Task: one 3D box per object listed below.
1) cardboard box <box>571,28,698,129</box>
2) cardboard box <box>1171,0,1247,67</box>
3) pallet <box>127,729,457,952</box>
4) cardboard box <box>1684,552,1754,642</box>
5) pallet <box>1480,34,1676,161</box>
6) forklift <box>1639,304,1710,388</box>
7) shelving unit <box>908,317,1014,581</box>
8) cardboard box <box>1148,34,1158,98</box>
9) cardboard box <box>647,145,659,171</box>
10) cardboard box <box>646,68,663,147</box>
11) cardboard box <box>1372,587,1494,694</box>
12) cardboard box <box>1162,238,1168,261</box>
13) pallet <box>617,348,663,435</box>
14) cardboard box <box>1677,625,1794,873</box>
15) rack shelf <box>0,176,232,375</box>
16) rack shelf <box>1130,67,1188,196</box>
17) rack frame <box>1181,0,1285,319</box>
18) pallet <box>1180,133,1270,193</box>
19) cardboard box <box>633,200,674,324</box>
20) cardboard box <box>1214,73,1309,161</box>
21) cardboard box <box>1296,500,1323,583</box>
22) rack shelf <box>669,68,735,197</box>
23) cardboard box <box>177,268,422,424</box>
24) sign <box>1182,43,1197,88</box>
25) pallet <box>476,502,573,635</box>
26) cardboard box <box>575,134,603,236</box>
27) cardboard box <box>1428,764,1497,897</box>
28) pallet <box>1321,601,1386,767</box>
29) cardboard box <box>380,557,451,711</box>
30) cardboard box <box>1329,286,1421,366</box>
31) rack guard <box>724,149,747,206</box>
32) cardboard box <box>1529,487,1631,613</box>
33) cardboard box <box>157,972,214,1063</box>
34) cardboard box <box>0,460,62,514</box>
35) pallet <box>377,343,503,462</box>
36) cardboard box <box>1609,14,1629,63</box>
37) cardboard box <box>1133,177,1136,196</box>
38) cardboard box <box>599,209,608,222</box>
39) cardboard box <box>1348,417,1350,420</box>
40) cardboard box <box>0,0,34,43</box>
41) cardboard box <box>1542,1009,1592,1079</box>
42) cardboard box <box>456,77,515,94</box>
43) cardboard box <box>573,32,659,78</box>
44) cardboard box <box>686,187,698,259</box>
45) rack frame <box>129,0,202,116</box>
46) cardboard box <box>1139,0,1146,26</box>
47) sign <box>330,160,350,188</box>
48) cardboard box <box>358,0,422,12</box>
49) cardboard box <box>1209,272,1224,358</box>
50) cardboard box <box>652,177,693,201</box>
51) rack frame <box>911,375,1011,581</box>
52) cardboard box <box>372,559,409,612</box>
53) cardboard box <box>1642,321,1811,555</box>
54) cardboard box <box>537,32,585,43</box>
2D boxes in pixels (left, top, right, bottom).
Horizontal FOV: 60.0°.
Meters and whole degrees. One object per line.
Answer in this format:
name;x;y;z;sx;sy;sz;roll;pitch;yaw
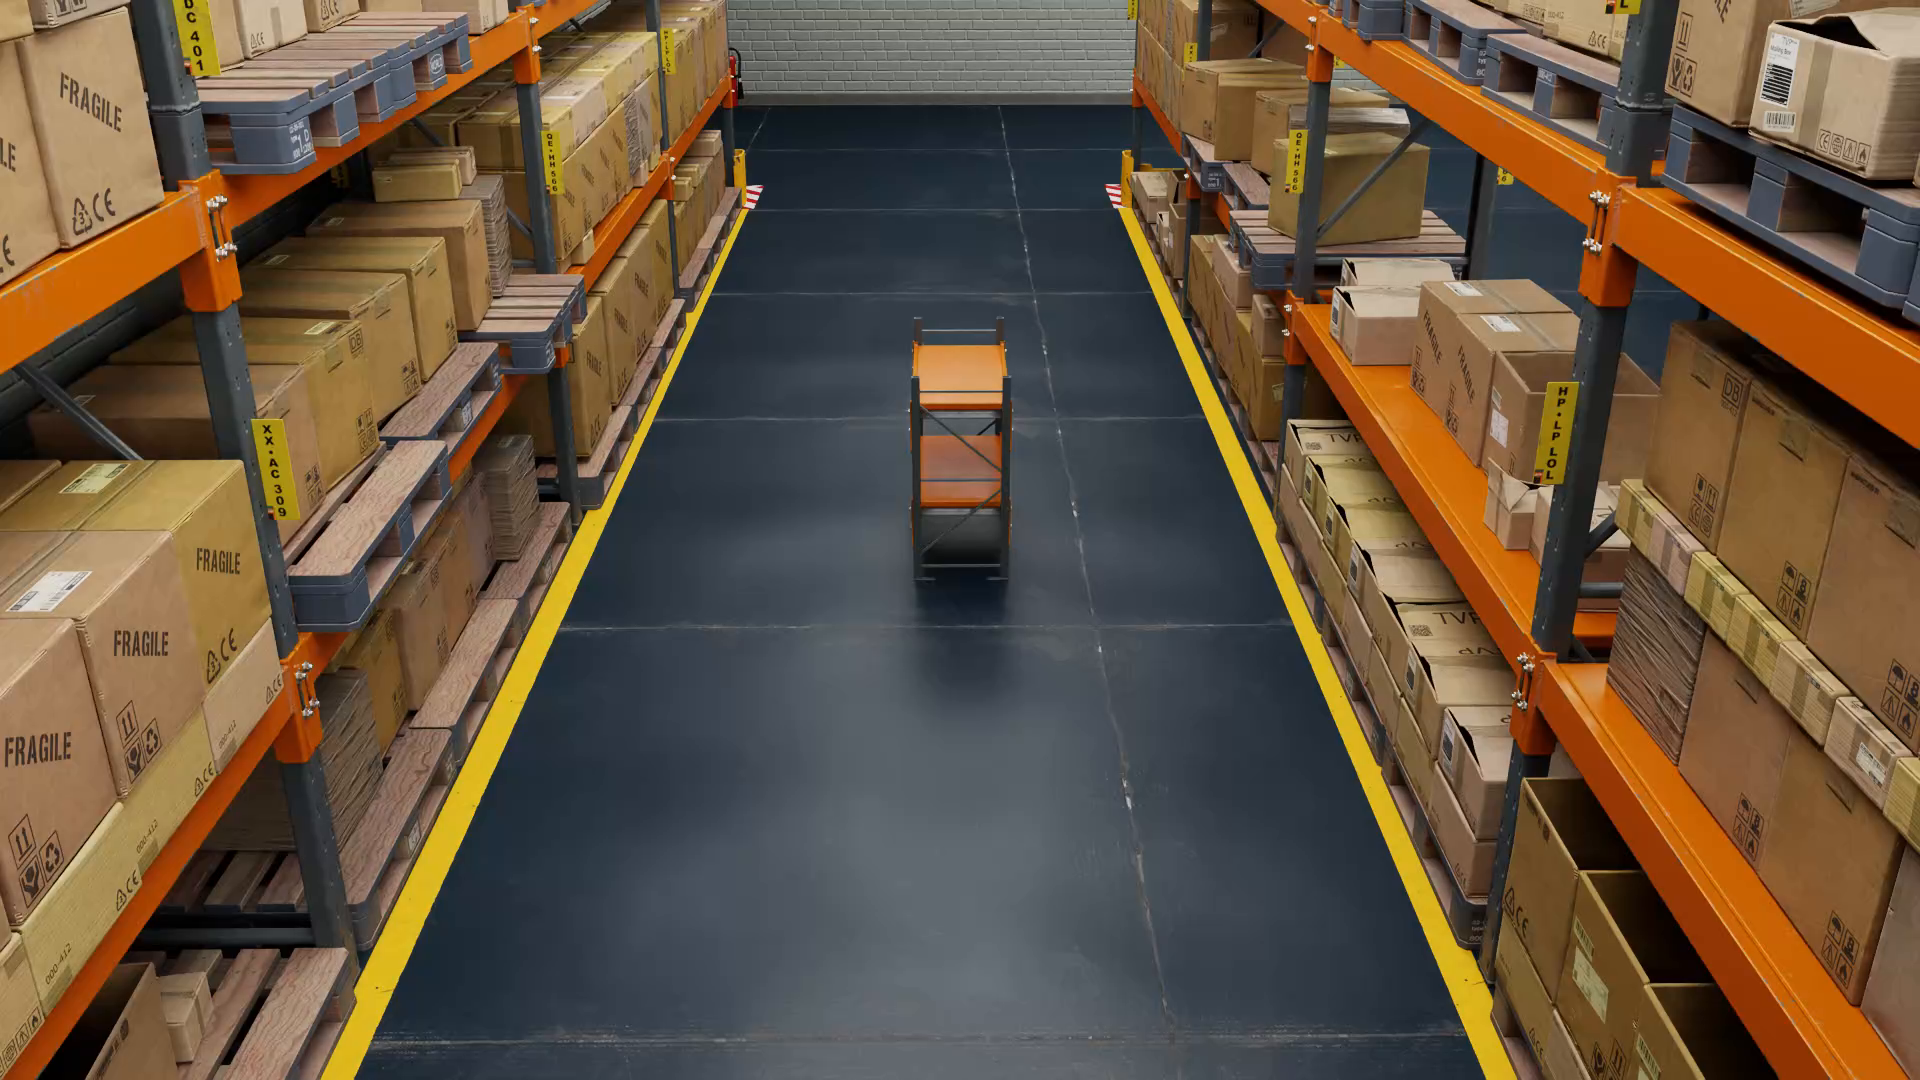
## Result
cardboard box;-2.693;-3.769;13.579;0.980;0.700;0.700;-1;24;-2
cardboard box;1.980;-4.051;13.232;0.500;0.500;0.500;-1;24;-2
pallet;-2.624;1.139;6.476;1.003;0.211;1.213;0;24;-1
cardboard box;2.156;0.145;4.380;0.380;0.149;0.250;-1;24;-2
pallet;2.317;-1.478;5.470;0.805;0.209;1.217;-1;24;-3
forklift;4.898;-1.677;9.401;1.130;2.935;3.031;1;24;2
shelving unit;0.000;-0.515;9.024;0.538;1.125;1.048;0;24;-1
cardboard box;1.964;-4.222;14.823;0.500;0.500;0.500;0;24;-1
cardboard box;-2.388;-2.760;11.994;0.380;0.149;0.250;0;24;0
cardboard box;-2.444;-3.109;11.977;0.500;0.500;0.500;-1;24;-1
cardboard box;2.034;0.385;6.904;0.500;0.311;0.500;0;24;-1
cardboard box;1.899;-2.421;13.888;0.380;0.149;0.250;0;24;-1
pallet;-2.601;-1.016;11.239;1.003;0.211;1.213;0;24;-1
cardboard box;2.363;0.520;4.340;0.700;0.500;0.500;-1;24;-1
rack shelf;-2.592;-0.026;2.900;1.077;0.370;4.000;0;24;-1
rack shelf;2.231;-3.628;14.504;1.077;0.370;4.000;0;24;-1
rack frame;2.252;-3.131;12.534;1.000;3.000;0.127;0;24;-1
pallet;2.152;-2.714;11.844;1.003;0.211;1.213;0;24;-1
cardboard box;-2.564;-2.052;12.247;0.750;0.750;0.750;0;24;0
cardboard box;2.105;-2.889;11.367;0.700;0.500;0.500;4;25;8
cardboard box;2.015;0.003;8.432;0.500;0.250;0.500;-1;24;-2
rack shelf;-2.723;-3.604;14.452;1.077;0.370;4.000;0;24;-1
cardboard box;-2.622;-0.769;6.654;0.700;0.500;0.500;3;25;7
sign;1.710;-3.520;12.343;0.100;0.325;0.005;0;24;-1
pallet;-2.650;0.133;8.699;1.003;0.211;1.213;0;24;-1
cardboard box;-2.403;-2.067;9.673;0.500;0.500;0.500;1;24;1
cardboard box;2.045;1.057;6.100;0.500;0.250;0.500;0;24;-1
pallet;2.276;0.628;7.605;1.003;0.211;1.213;0;24;-1
cardboard box;-2.659;0.401;7.223;0.700;0.500;0.500;0;24;0
cardboard box;2.112;-1.073;8.091;0.500;0.311;0.500;-1;24;-1
rack guard;-2.745;-3.627;16.663;1.175;0.500;0.348;0;24;-1
cardboard box;2.291;0.031;5.724;0.500;0.250;0.500;1;24;3
cardboard box;-2.578;1.500;5.199;0.380;0.166;0.250;-3;25;-7
cardboard box;-2.817;0.101;4.634;0.500;0.500;0.500;-1;24;-2
pallet;-2.595;-0.556;7.073;1.003;0.211;1.213;0;24;-1
cardboard box;2.343;-1.579;5.133;0.500;0.250;0.500;2;24;5
cardboard box;1.872;-3.412;16.059;0.380;0.166;0.250;0;24;-1
cardboard box;-2.457;-2.123;10.584;0.380;0.149;0.250;0;24;0
cardboard box;2.577;-0.734;9.731;0.500;0.500;0.500;1;24;2
cardboard box;-2.320;-1.256;3.388;0.500;0.500;0.500;1;24;2
cardboard box;2.042;1.625;4.844;0.500;0.250;0.500;0;24;-1
cardboard box;-2.926;-2.602;9.946;0.500;0.250;0.500;-1;24;-2
cardboard box;-2.440;-3.448;11.818;0.500;0.250;0.500;0;24;1
cardboard box;-2.609;-2.676;14.050;0.700;0.500;0.500;0;24;-1
rack frame;-2.614;-2.545;3.956;1.000;3.000;0.127;0;24;-1
cardboard box;1.950;-5.097;15.545;0.500;0.500;0.500;0;24;1
sign;-3.212;-1.983;8.590;0.100;0.325;0.005;0;24;-1
cardboard box;-2.736;-2.348;7.011;0.797;0.503;0.637;3;25;7
cardboard box;2.029;-1.567;11.574;0.500;0.500;0.500;0;24;0
cardboard box;-2.428;-2.906;13.772;0.380;0.149;0.250;1;24;1
rack frame;0.005;-0.306;8.561;0.500;1.125;0.032;0;24;-1
cardboard box;-2.656;0.087;7.008;0.500;0.250;0.500;-1;24;-2
cardboard box;2.351;-0.289;4.553;0.700;0.500;0.500;0;24;0
cardboard box;-2.956;-3.449;11.819;0.500;0.250;0.500;0;24;1
